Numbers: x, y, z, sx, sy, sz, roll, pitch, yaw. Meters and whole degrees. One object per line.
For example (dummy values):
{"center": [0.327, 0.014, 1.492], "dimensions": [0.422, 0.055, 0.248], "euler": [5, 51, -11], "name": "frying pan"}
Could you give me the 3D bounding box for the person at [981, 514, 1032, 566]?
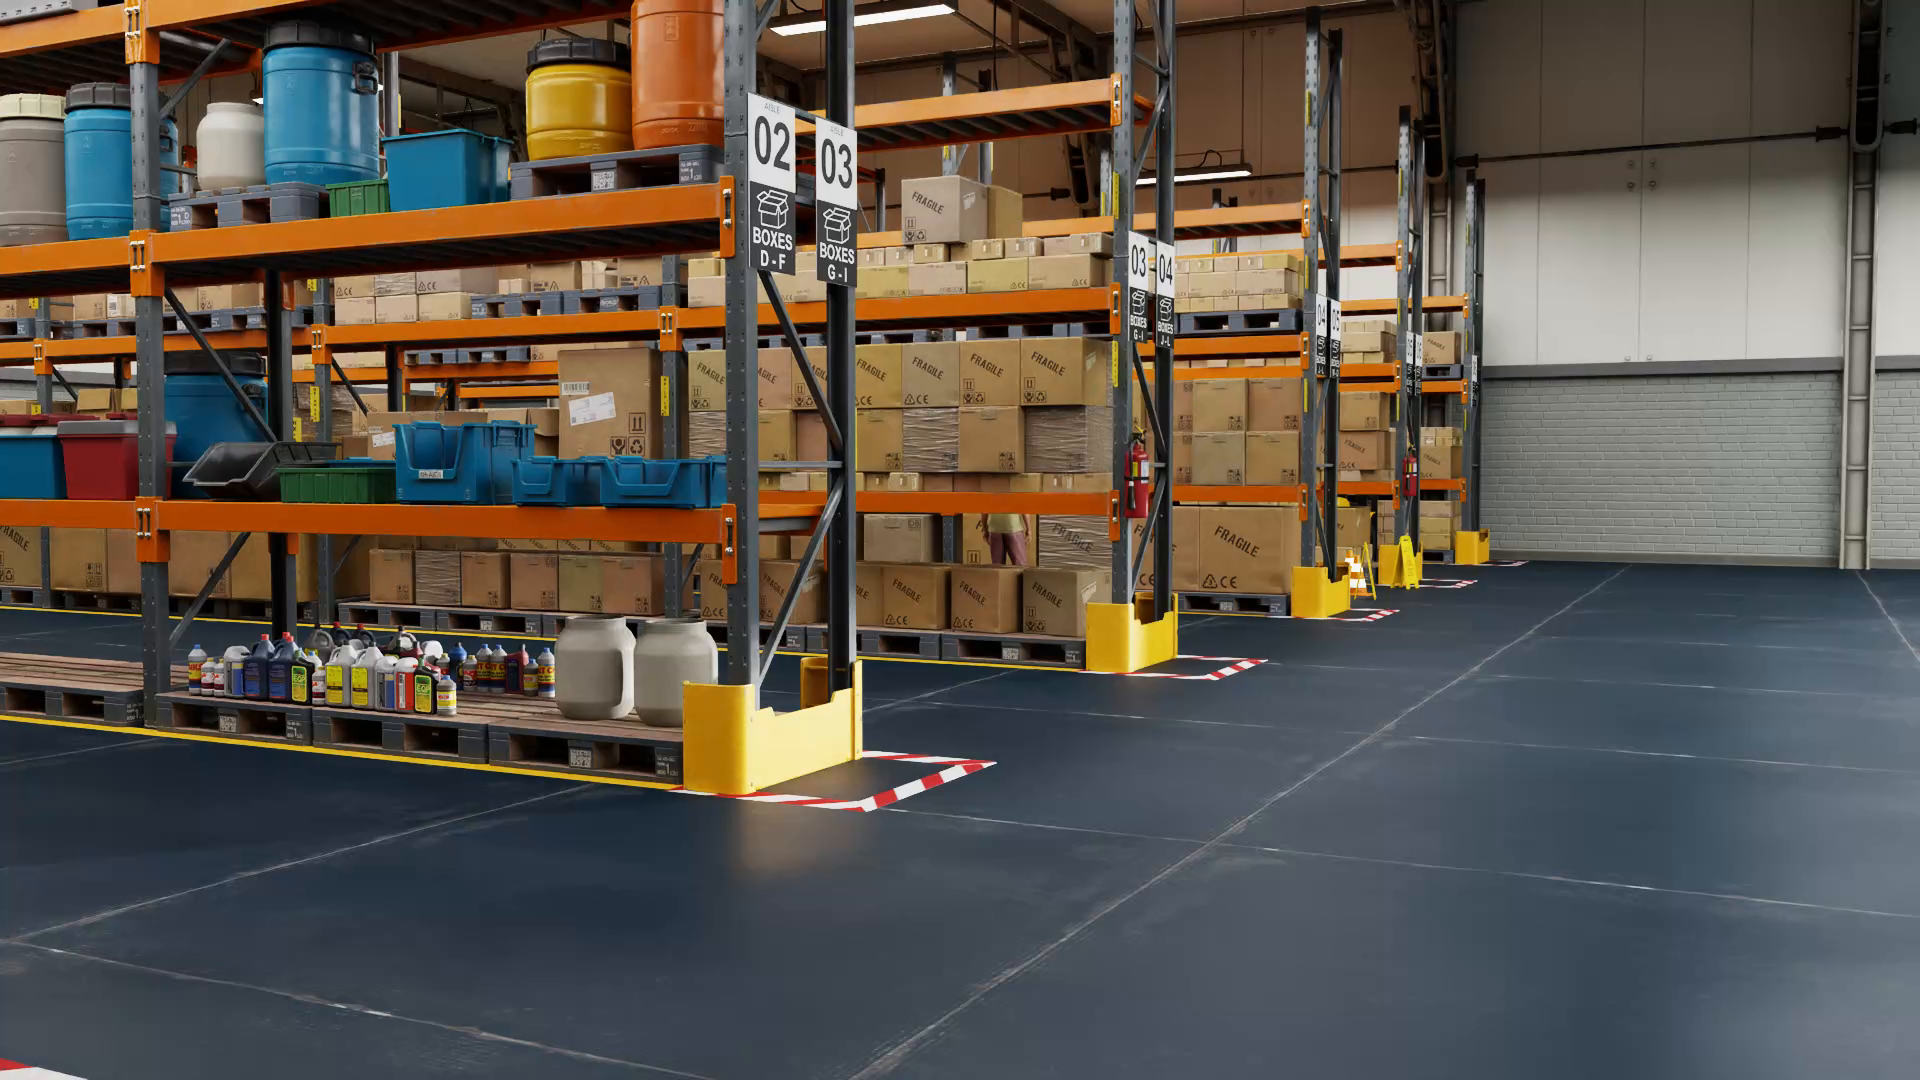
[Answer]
{"center": [0.466, -0.062, 16.339], "dimensions": [0.518, 1.673, 0.358], "euler": [1, 3, 24], "name": "person"}
